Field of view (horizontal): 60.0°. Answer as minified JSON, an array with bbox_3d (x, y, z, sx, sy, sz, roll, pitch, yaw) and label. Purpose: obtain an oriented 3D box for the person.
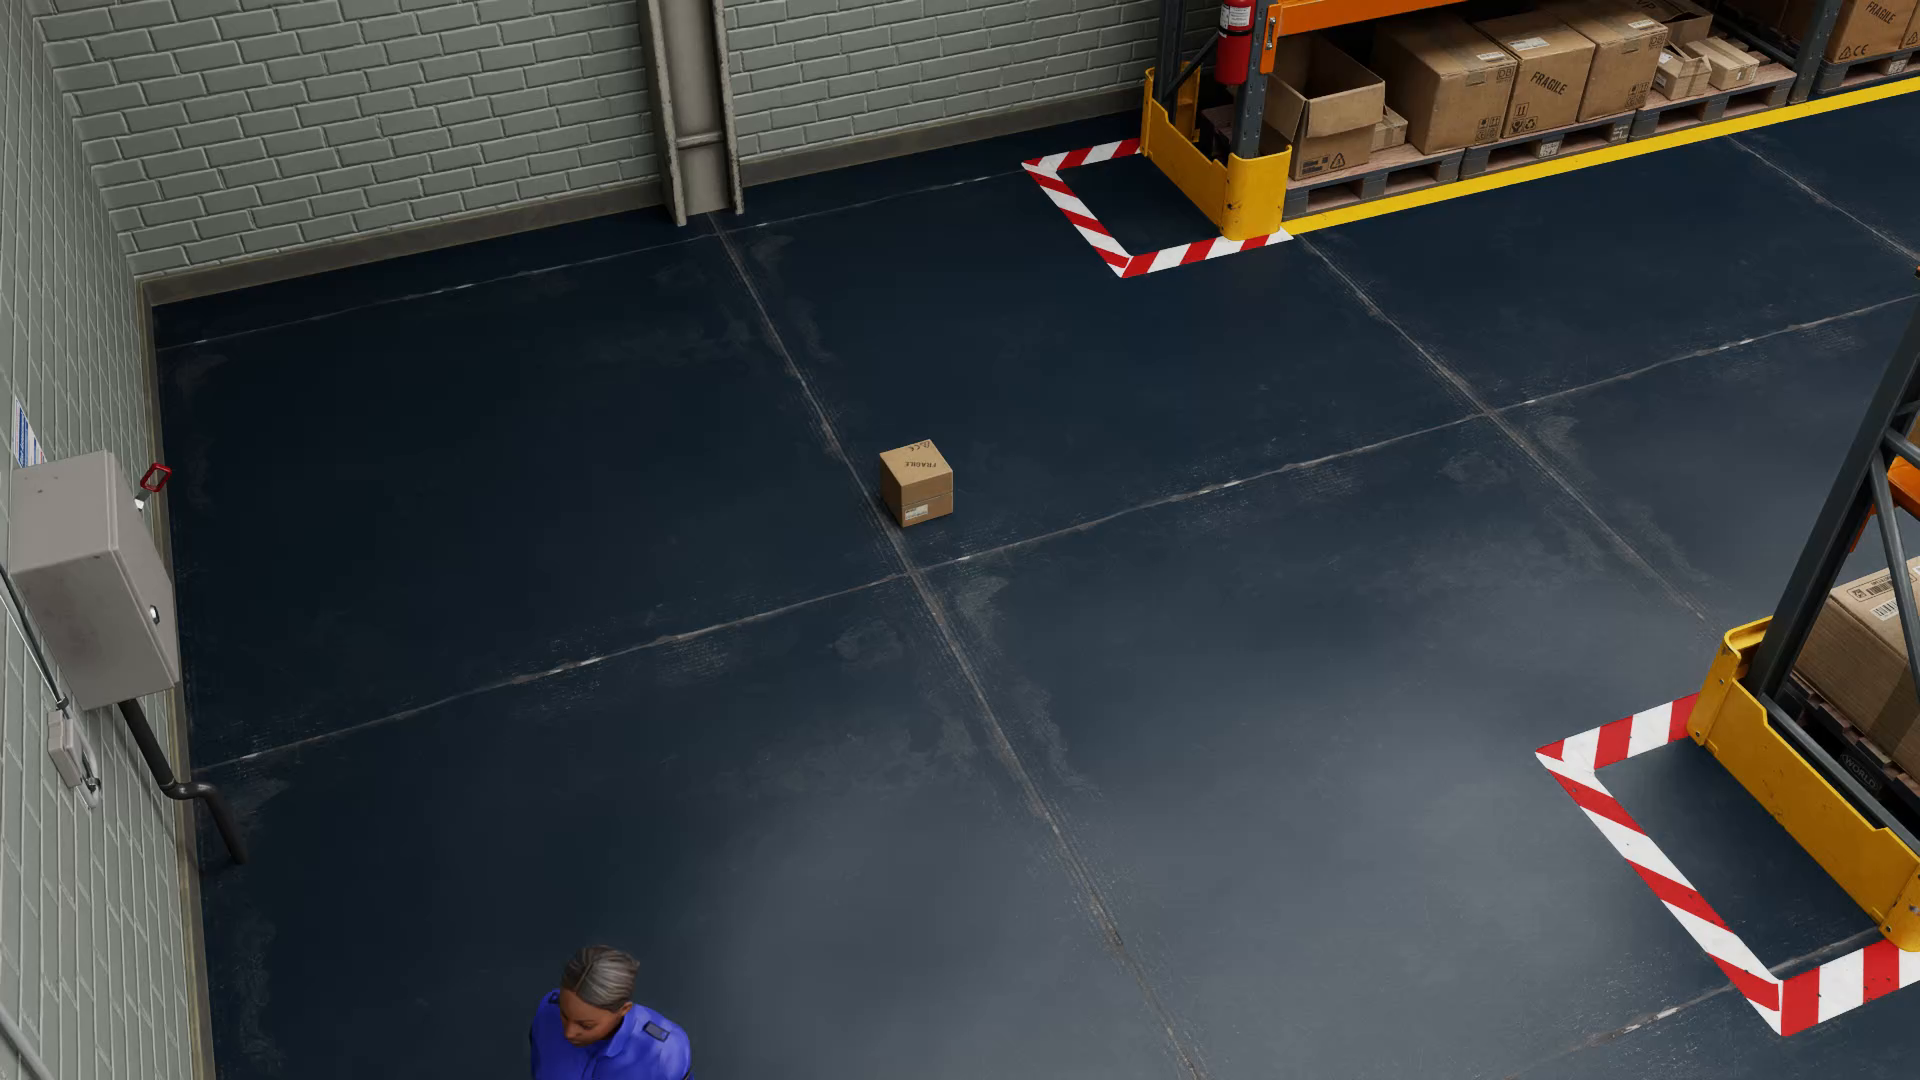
[{"bbox_3d":[-0.900,1.628,4.345,0.461,1.632,0.732,14,44,15],"label":"person"}]
